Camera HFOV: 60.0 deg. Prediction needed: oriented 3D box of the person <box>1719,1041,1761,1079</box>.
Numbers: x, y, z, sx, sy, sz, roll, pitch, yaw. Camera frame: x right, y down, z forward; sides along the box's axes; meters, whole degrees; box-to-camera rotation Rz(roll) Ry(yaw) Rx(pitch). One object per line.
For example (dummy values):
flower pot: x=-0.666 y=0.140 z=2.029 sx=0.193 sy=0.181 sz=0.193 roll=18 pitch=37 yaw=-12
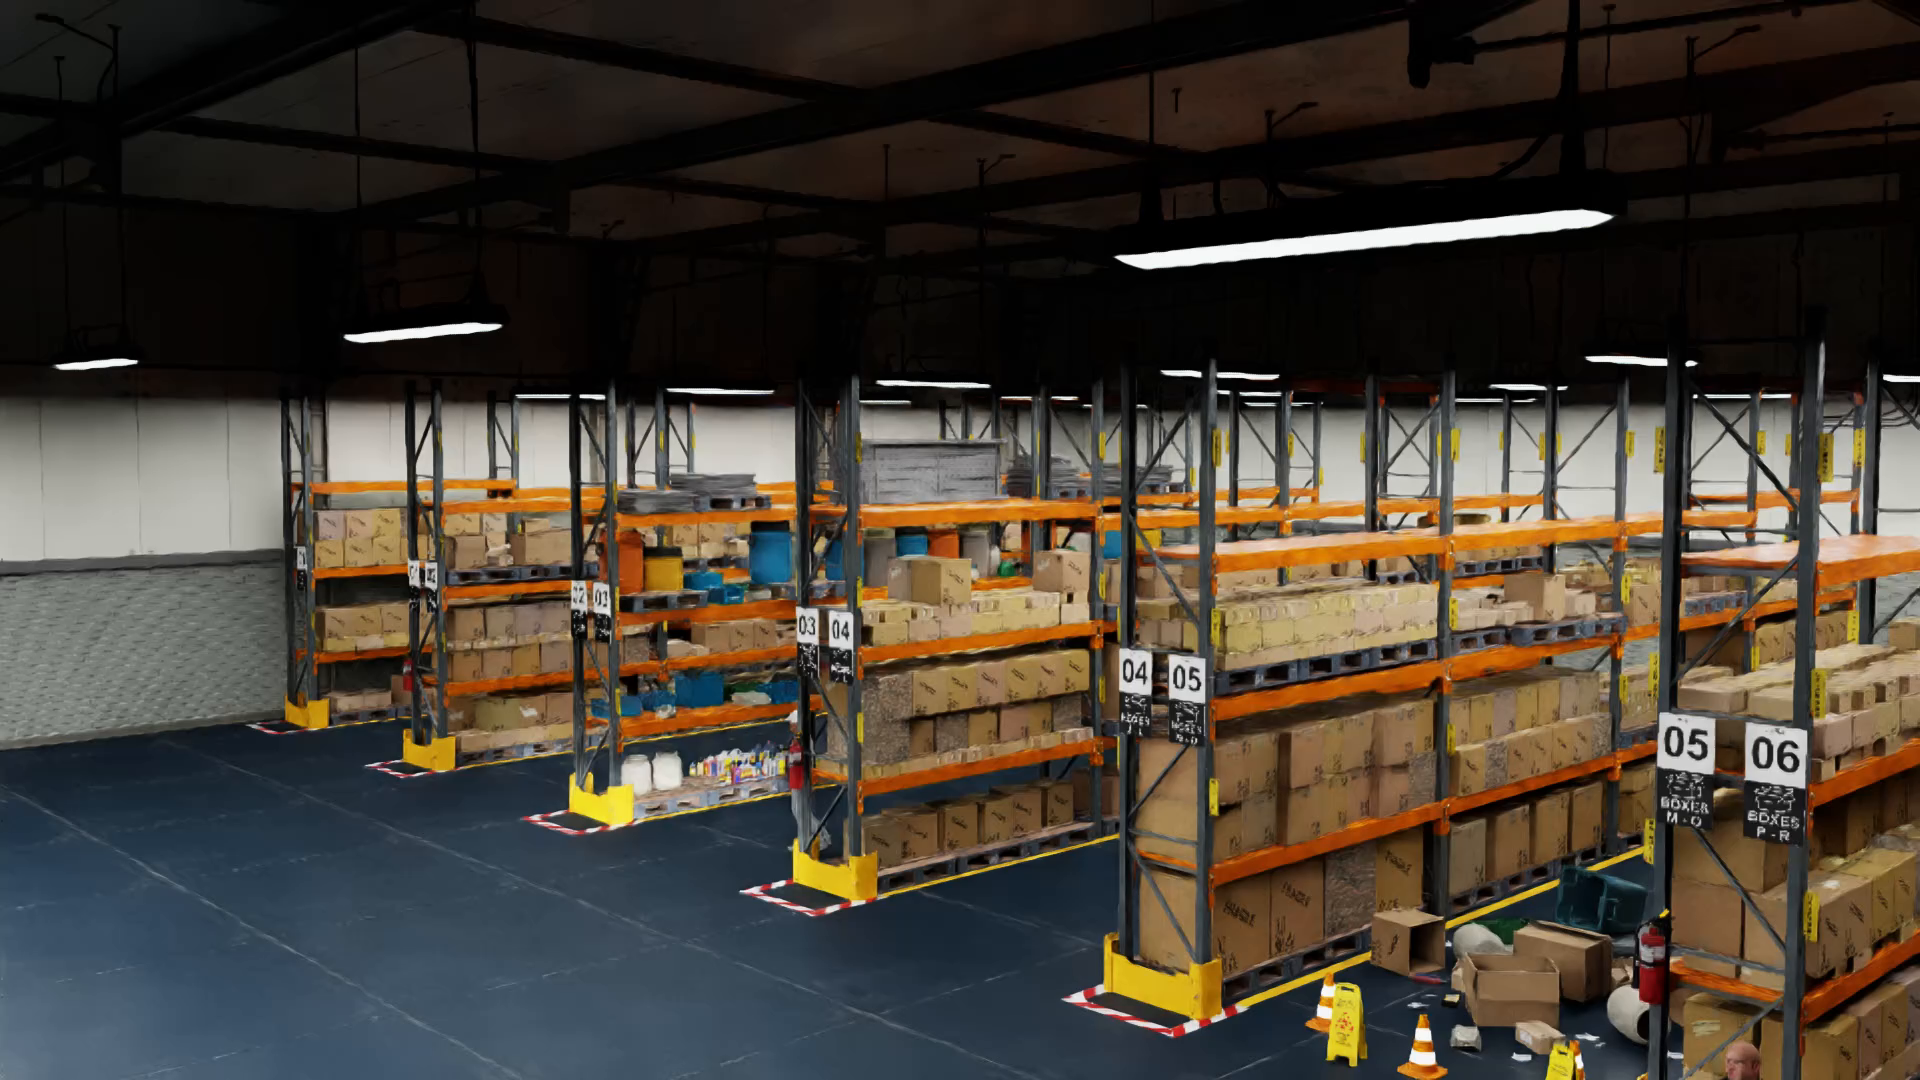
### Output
person: x=4.575 y=3.712 z=9.585 sx=0.926 sy=1.683 sz=0.560 roll=-2 pitch=4 yaw=-27

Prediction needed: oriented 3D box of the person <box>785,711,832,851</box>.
person: x=-1.874 y=2.981 z=20.529 sx=0.580 sy=1.753 sz=0.611 roll=0 pitch=4 yaw=-7

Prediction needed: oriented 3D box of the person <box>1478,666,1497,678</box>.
person: x=8.239 y=2.678 z=25.777 sx=0.557 sy=1.669 sz=1.039 roll=4 pitch=5 yaw=45
